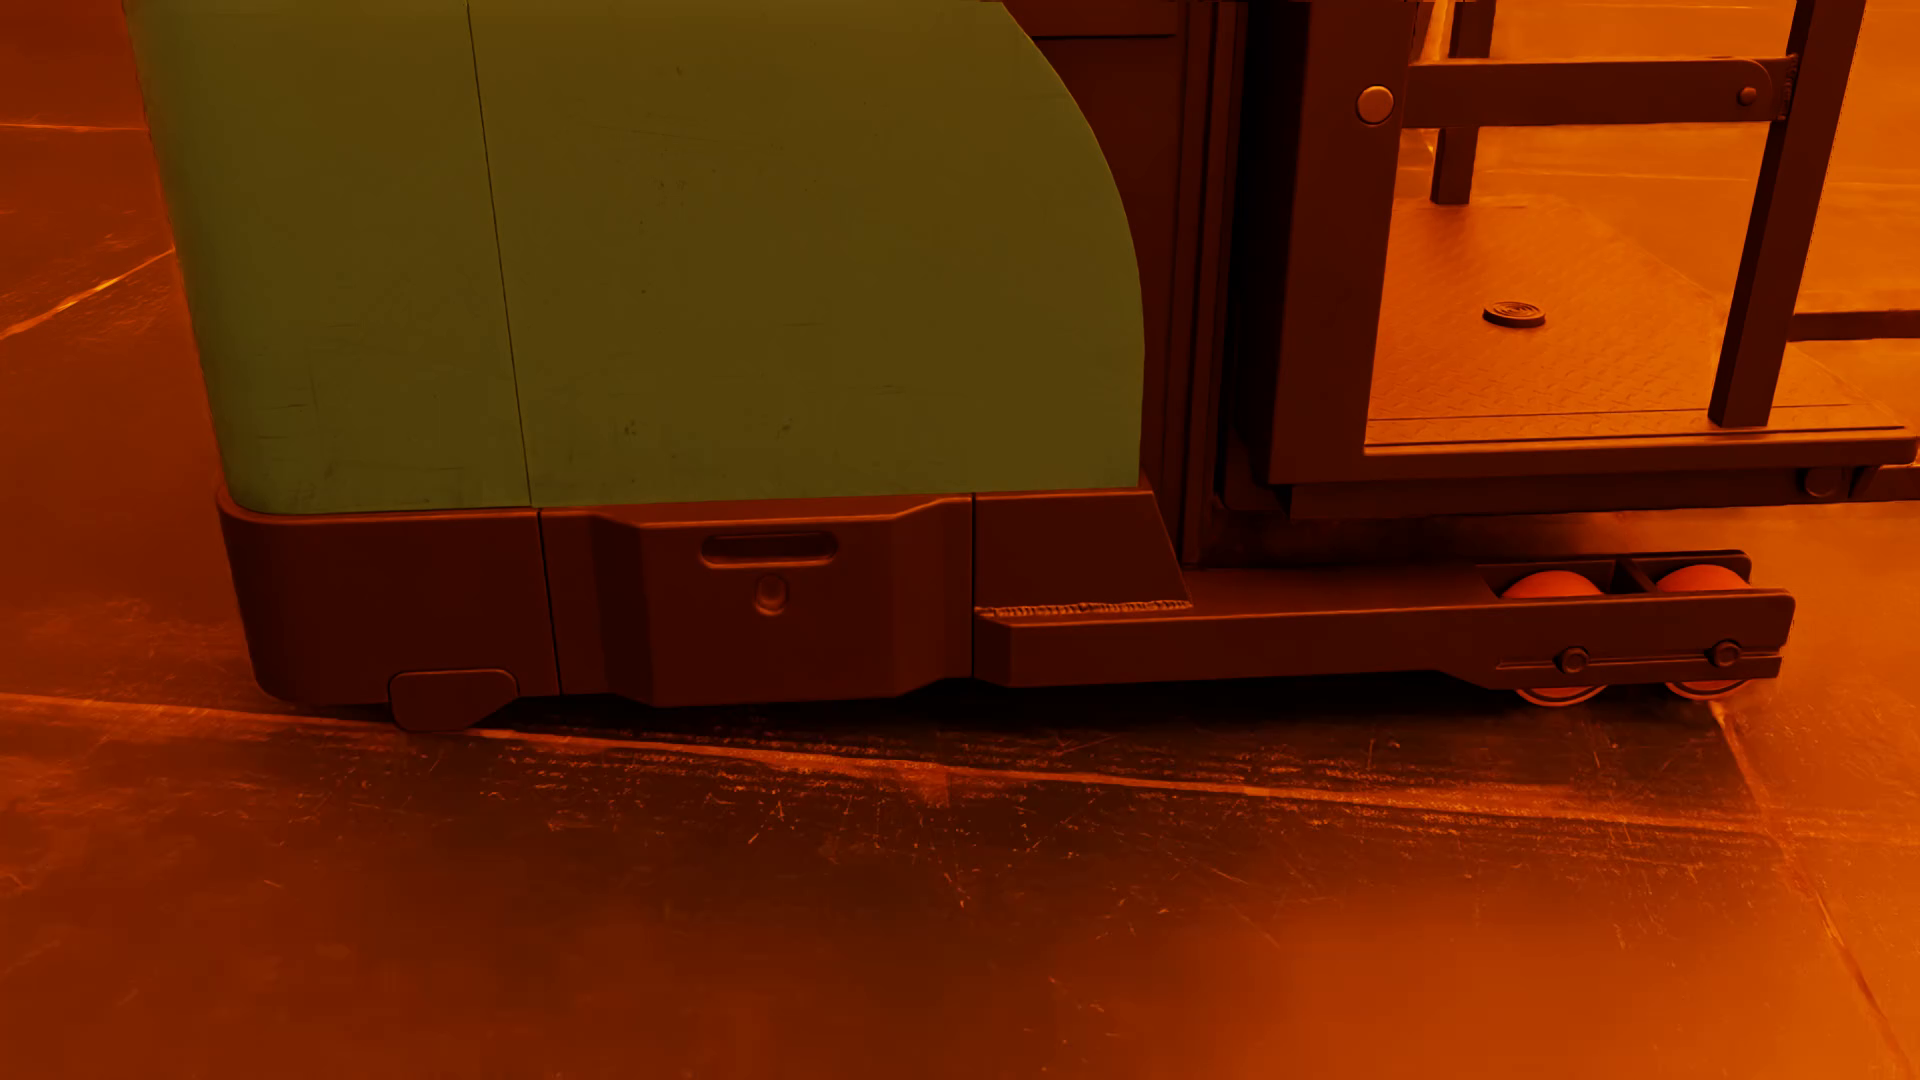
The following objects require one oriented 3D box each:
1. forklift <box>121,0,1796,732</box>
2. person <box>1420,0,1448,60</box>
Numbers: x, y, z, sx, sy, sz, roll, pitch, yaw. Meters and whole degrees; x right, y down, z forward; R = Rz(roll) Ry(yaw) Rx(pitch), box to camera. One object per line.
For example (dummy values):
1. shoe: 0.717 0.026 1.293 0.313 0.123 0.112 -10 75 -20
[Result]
1. forklift: 0.616 -1.338 1.898 3.031 2.935 1.130 -2 27 -4
2. person: 1.223 -1.954 4.510 0.617 1.565 0.442 1 27 2
